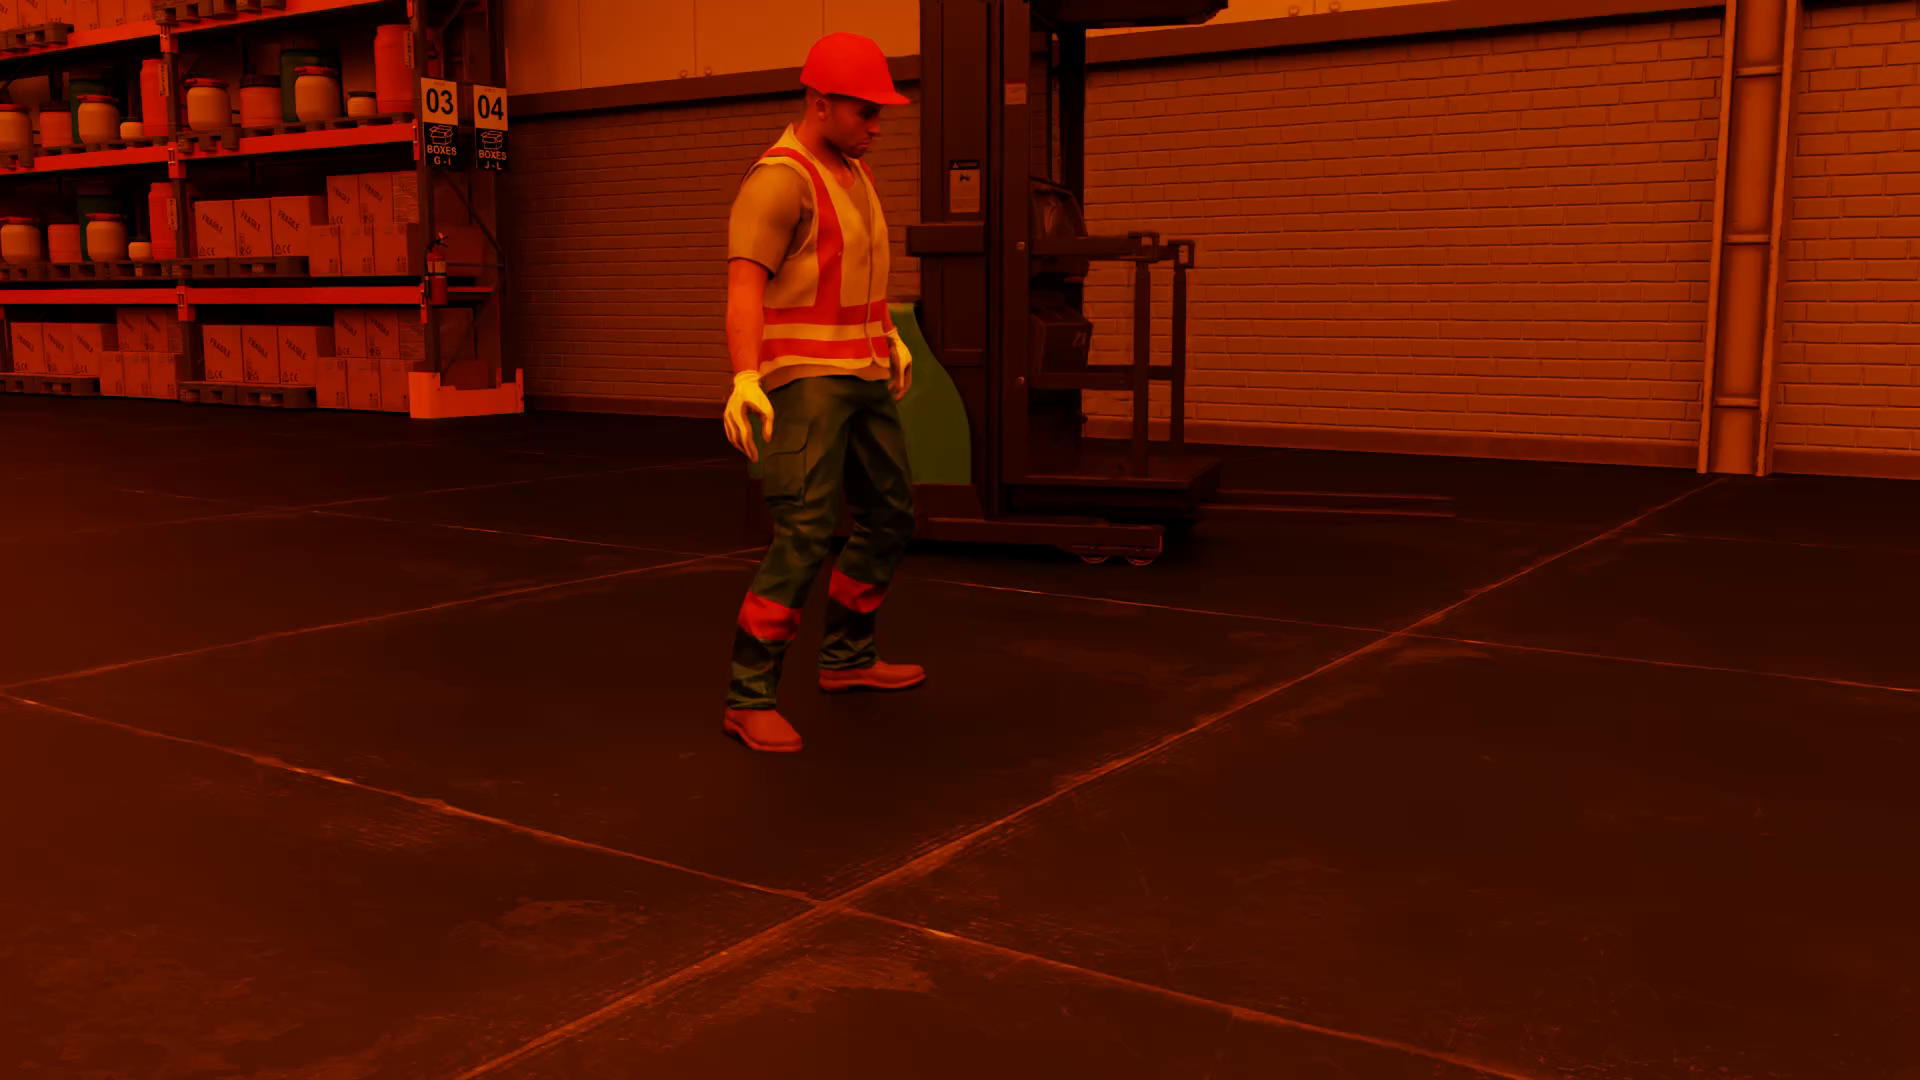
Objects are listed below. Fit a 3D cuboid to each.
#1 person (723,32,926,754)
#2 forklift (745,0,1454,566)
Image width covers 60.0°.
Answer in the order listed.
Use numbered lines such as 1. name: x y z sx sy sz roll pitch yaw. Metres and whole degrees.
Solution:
1. person: -0.312 -0.388 4.248 0.437 1.735 0.953 4 9 24
2. forklift: 0.622 -1.428 7.234 3.031 2.935 1.130 2 8 16
